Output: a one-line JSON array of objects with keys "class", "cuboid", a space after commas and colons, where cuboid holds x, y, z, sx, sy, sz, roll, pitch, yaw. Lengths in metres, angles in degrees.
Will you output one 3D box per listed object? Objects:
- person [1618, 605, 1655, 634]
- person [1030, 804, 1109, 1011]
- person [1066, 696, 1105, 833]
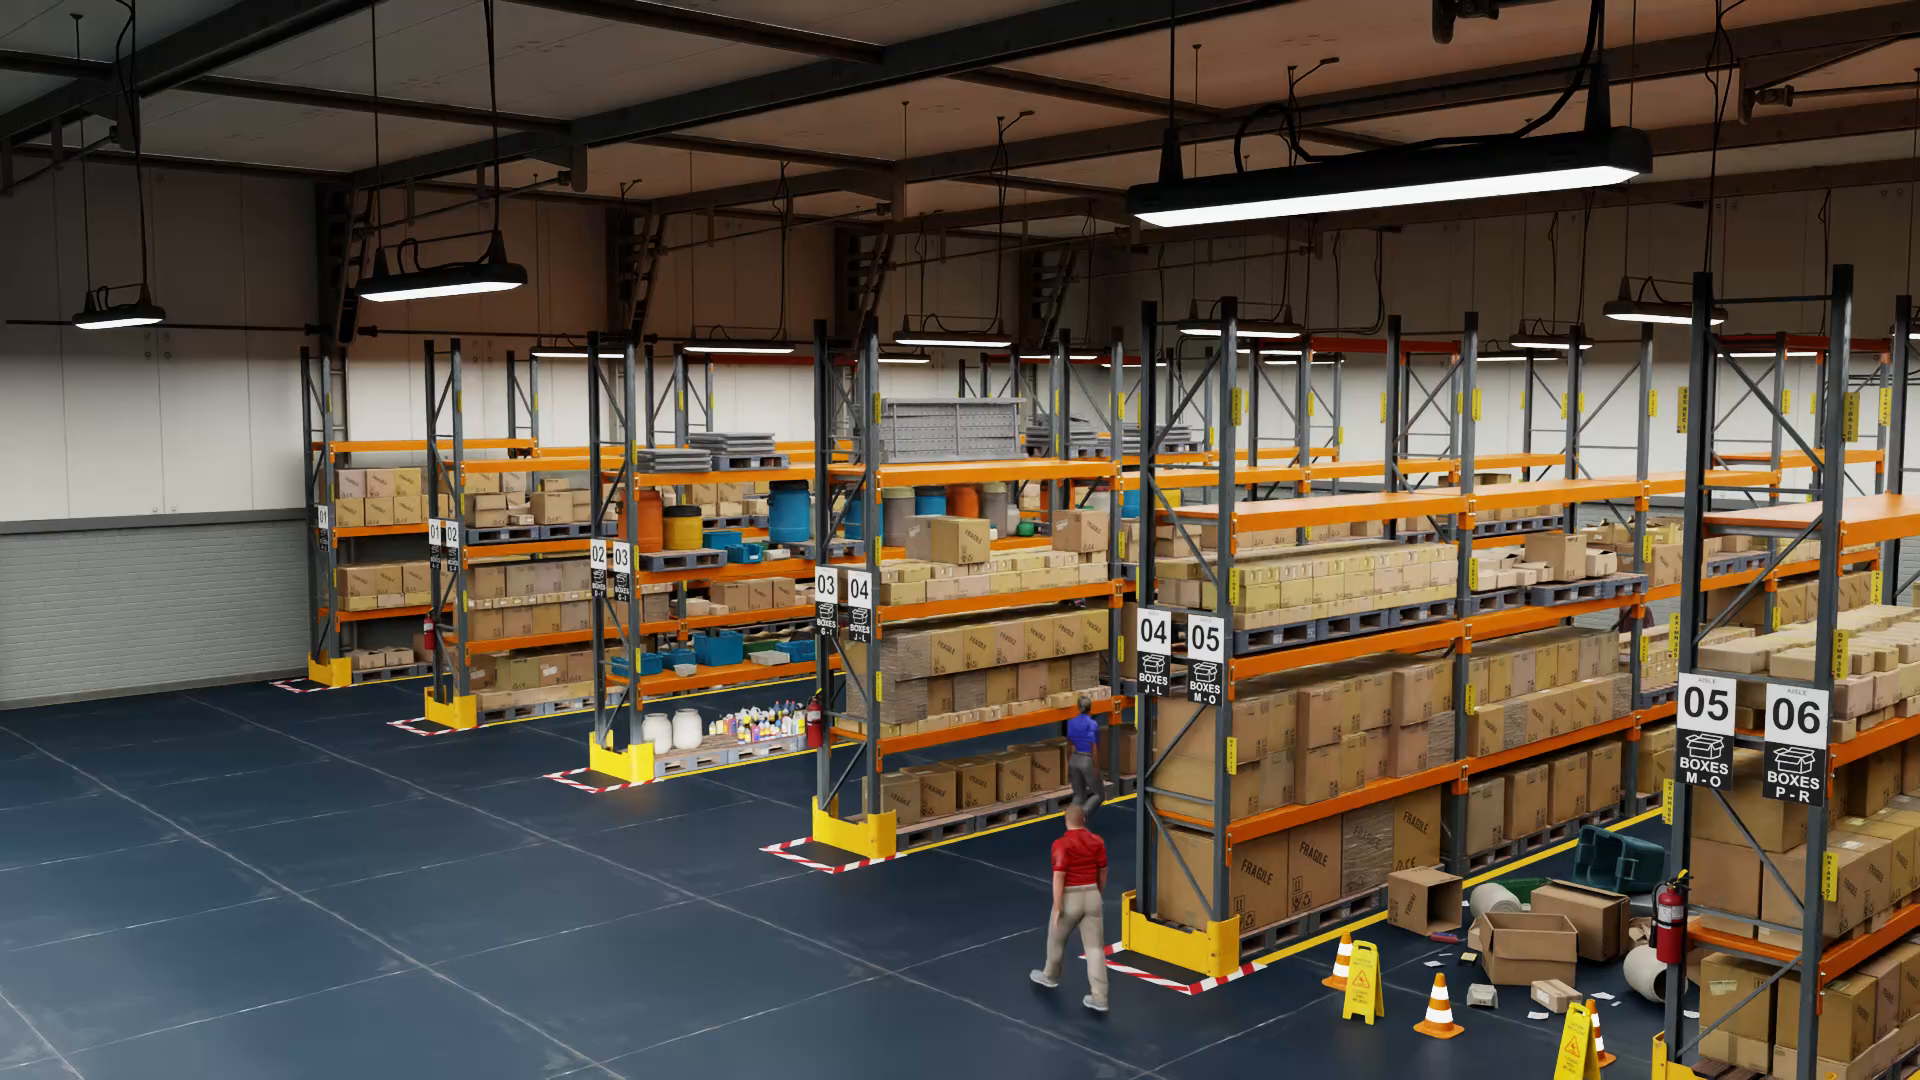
[{"class": "person", "cuboid": [11.752, 1.737, 28.879, 0.570, 1.714, 1.108, 1, 5, 14]}, {"class": "person", "cuboid": [0.979, 3.065, 14.152, 0.581, 1.656, 1.031, -2, 5, -21]}, {"class": "person", "cuboid": [1.420, 2.650, 19.337, 0.435, 1.637, 0.513, -4, 7, -41]}]
